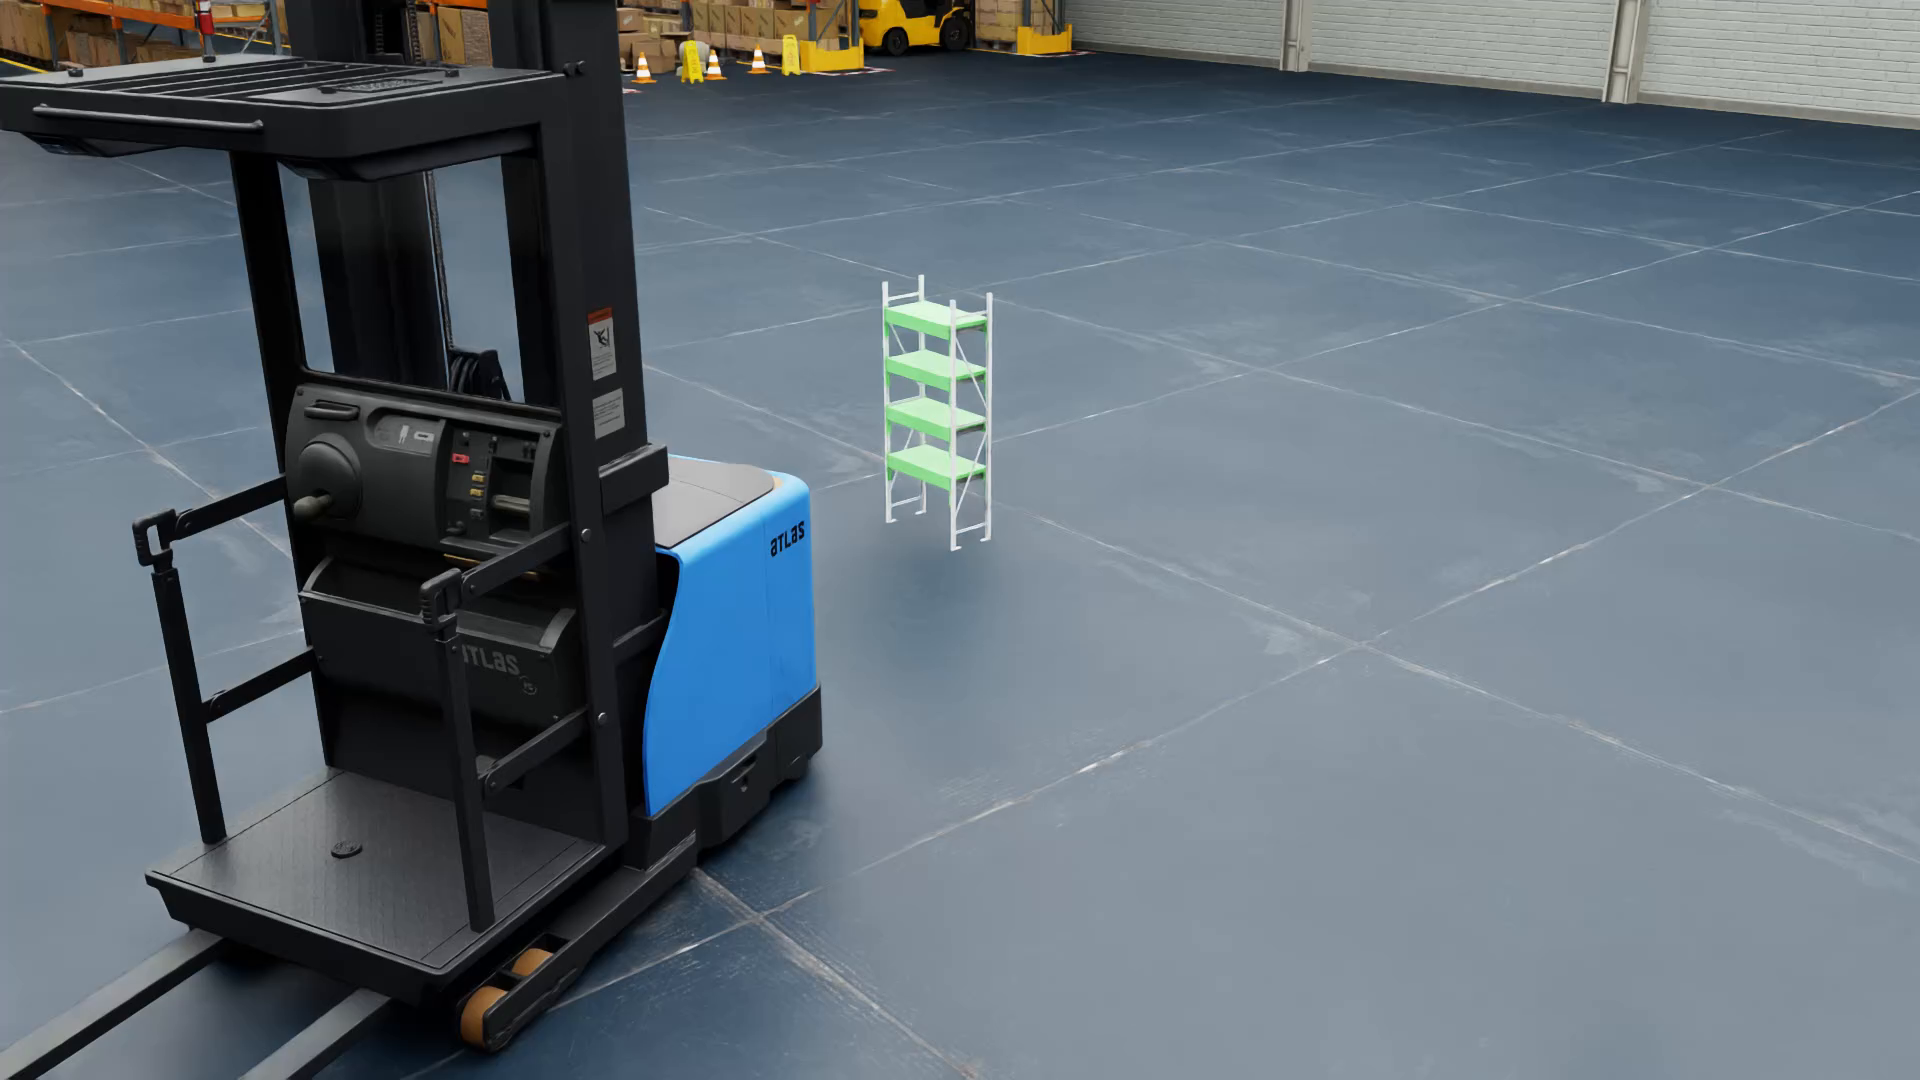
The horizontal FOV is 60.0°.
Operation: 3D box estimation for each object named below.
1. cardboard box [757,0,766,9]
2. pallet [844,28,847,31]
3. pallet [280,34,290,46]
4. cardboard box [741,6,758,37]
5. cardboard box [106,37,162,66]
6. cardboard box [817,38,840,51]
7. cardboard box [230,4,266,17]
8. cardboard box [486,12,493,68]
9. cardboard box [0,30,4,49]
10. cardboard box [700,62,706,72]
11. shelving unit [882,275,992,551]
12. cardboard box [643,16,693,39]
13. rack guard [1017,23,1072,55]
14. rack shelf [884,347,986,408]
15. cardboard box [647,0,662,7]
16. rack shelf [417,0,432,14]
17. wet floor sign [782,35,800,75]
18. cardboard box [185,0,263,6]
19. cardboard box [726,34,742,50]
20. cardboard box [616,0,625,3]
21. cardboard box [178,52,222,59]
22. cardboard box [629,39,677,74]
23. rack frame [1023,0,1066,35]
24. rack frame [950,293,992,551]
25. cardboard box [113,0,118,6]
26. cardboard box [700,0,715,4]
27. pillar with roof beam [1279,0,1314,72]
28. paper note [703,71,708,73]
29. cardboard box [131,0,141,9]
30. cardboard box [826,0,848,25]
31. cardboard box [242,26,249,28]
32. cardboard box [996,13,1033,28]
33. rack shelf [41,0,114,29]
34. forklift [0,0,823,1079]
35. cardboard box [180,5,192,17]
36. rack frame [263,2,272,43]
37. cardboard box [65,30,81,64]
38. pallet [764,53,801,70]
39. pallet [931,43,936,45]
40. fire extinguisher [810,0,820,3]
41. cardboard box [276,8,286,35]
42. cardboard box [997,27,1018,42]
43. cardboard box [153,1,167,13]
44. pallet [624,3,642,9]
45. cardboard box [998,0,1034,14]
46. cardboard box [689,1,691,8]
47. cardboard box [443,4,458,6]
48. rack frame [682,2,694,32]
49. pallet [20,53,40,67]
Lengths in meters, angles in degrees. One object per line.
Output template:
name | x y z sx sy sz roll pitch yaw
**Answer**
cardboard box | -3.332 -9.419 29.197 0.380 0.149 0.250 -17 27 -37
pallet | -3.115 -11.396 36.790 1.003 0.211 1.213 -17 27 -37
pallet | -13.167 -10.134 33.568 1.003 0.211 1.213 -17 27 -37
cardboard box | -3.547 -9.246 29.644 0.500 0.500 0.500 -18 28 -39
cardboard box | -12.959 -7.636 26.191 0.700 0.500 0.500 -18 27 -38
cardboard box | -2.476 -8.742 29.385 0.500 0.250 0.500 -18 28 -38
cardboard box | -9.672 -7.197 22.592 0.380 0.149 0.250 -17 27 -37
cardboard box | -6.912 -7.952 26.512 0.875 0.875 0.875 -18 28 -38
cardboard box | -17.067 -9.529 30.536 1.225 0.875 0.875 -17 27 -37
cardboard box | -4.544 -8.092 28.439 0.380 0.149 0.250 -4 22 -10
shelving unit | -0.108 -0.604 7.882 0.258 1.200 0.503 -17 27 -37
cardboard box | -5.586 -9.957 32.321 0.950 0.372 0.625 -15 26 -34
rack guard | 1.615 -9.550 31.682 1.175 0.500 0.348 -17 27 -37
rack shelf | -0.108 -0.768 7.818 0.258 0.148 0.480 -17 27 -37
cardboard box | -7.311 -13.449 41.060 0.700 0.500 0.500 -19 28 -39
rack shelf | -9.759 -9.655 29.507 1.077 0.370 4.000 -17 27 -37
wet floor sign | -2.846 -8.135 27.868 0.267 0.644 0.232 -8 23 -19
cardboard box | -10.005 -7.523 22.532 0.875 0.500 0.500 -17 27 -37
cardboard box | -3.884 -9.040 30.147 0.500 0.250 0.500 -18 28 -38
cardboard box | -8.518 -13.983 42.419 0.797 0.503 0.637 -19 28 -39
cardboard box | -10.872 -6.722 23.884 0.500 0.500 0.500 -14 26 -33
cardboard box | -5.223 -8.258 28.379 0.637 0.503 0.797 3 22 9
rack frame | 1.599 -10.721 31.243 1.000 3.000 0.127 -17 27 -37
rack frame | 0.051 -0.537 7.710 0.240 1.200 0.015 -17 27 -37
cardboard box | -12.365 -8.036 24.733 0.380 0.149 0.250 -17 27 -37
cardboard box | -4.553 -9.934 30.510 0.380 0.149 0.250 -17 27 -37
pillar with roof beam | 2.482 -11.239 24.339 9.100 9.000 0.400 -17 27 -37
paper note | -4.284 -7.943 28.222 0.142 0.019 0.148 12 24 27
cardboard box | -11.725 -7.756 24.017 0.380 0.149 0.250 -17 27 -37
cardboard box | -2.354 -11.481 35.863 0.875 0.625 0.625 -19 28 -40
cardboard box | -14.866 -10.828 34.851 0.380 0.149 0.250 -18 27 -38
cardboard box | 1.044 -9.929 31.730 0.500 0.250 0.500 -18 28 -38
rack shelf | -13.583 -8.502 26.564 1.077 0.370 4.000 -17 27 -37
forklift | -1.588 -0.174 4.410 1.130 2.935 3.031 10 24 24
cardboard box | -10.374 -7.218 22.643 0.380 0.149 0.250 -17 27 -37
rack frame | -13.676 -11.647 33.608 1.000 3.000 0.127 -17 27 -37
cardboard box | -14.436 -8.250 27.758 0.700 0.500 0.500 -19 28 -40
pallet | -2.712 -8.494 29.380 1.003 0.211 1.213 -17 27 -37
pallet | -0.525 -10.298 33.986 1.003 0.211 1.213 -17 27 -37
fire extinguisher | -2.433 -9.361 27.877 0.296 0.674 0.183 -17 27 -37
cardboard box | -13.395 -10.412 33.305 0.500 0.500 0.500 -16 27 -35
cardboard box | 1.053 -9.691 31.807 0.500 0.250 0.500 -17 27 -37
cardboard box | -11.068 -7.481 23.316 0.380 0.149 0.250 -17 27 -37
pallet | -8.274 -13.602 42.422 1.003 0.211 1.213 -17 27 -37
cardboard box | 1.062 -10.155 31.621 0.500 0.250 0.500 -16 27 -36
cardboard box | -6.486 -13.219 40.731 0.500 0.311 0.500 -16 27 -36
cardboard box | -11.493 -12.552 38.855 0.875 0.438 0.875 -17 27 -36
rack frame | -4.770 -10.643 31.045 1.000 3.000 0.127 -17 27 -37
pallet | -16.138 -8.663 29.814 1.003 0.211 1.213 -17 27 -37
